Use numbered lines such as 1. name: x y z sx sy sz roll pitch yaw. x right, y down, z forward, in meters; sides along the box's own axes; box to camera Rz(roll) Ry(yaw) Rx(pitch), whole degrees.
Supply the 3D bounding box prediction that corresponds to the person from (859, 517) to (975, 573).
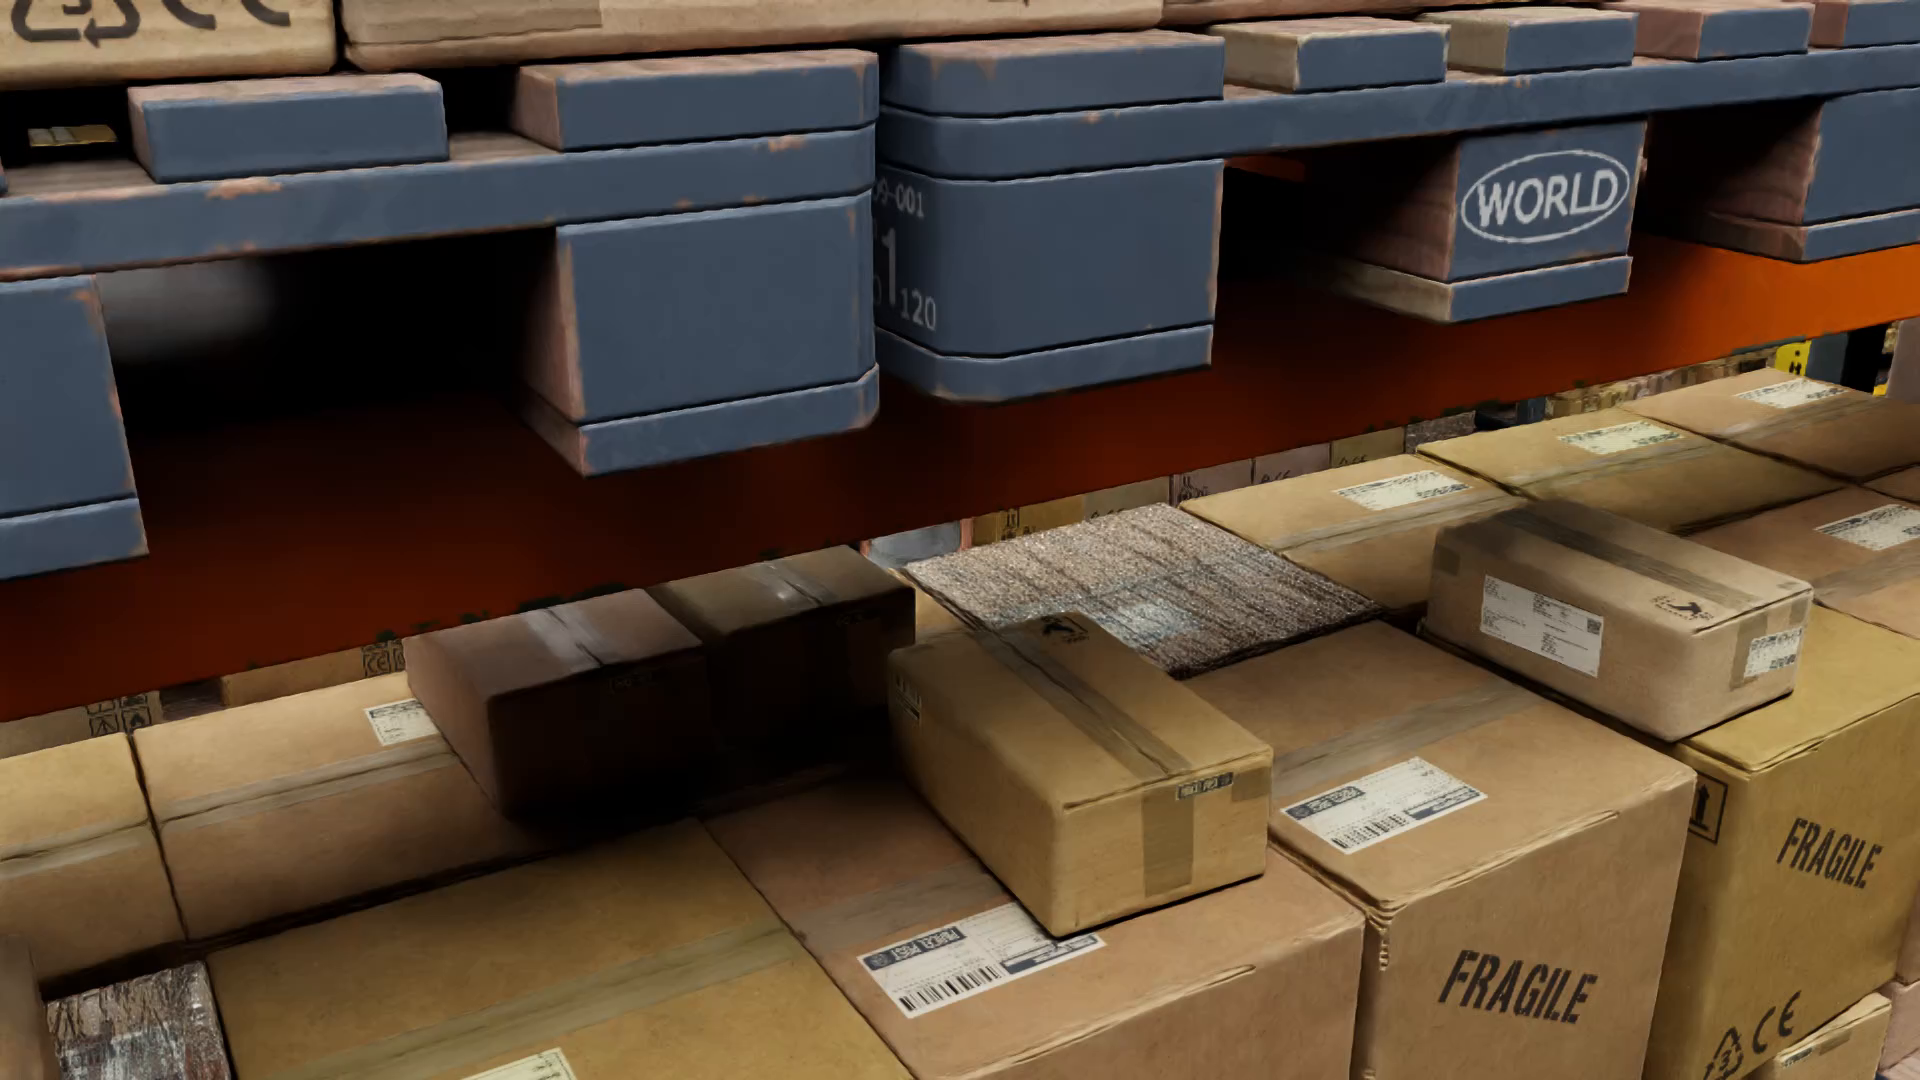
1. person: -0.183 0.016 6.007 0.602 1.665 0.585 5 22 13
